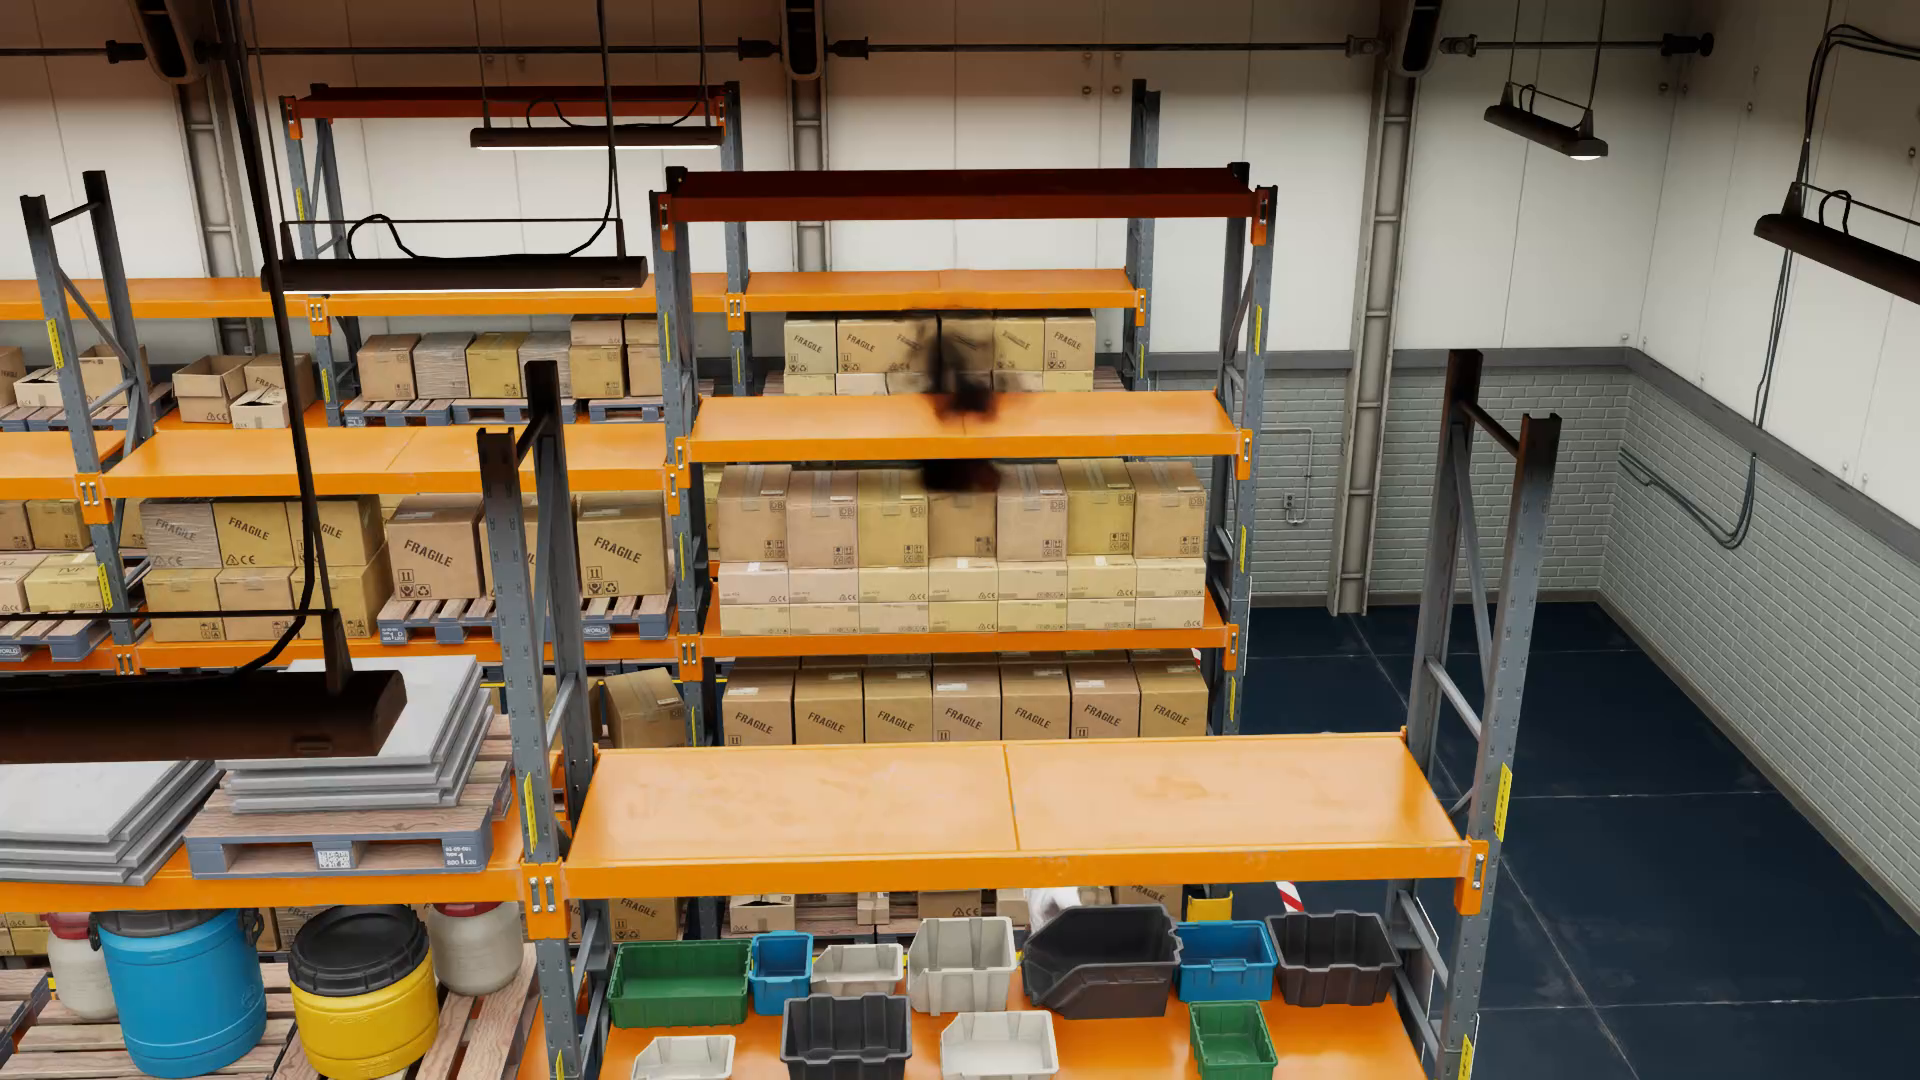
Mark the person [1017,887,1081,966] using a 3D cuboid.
[{"bbox_3d":[0.650,2.749,11.418,0.626,1.703,0.718,-3,22,-7],"label":"person"}]
